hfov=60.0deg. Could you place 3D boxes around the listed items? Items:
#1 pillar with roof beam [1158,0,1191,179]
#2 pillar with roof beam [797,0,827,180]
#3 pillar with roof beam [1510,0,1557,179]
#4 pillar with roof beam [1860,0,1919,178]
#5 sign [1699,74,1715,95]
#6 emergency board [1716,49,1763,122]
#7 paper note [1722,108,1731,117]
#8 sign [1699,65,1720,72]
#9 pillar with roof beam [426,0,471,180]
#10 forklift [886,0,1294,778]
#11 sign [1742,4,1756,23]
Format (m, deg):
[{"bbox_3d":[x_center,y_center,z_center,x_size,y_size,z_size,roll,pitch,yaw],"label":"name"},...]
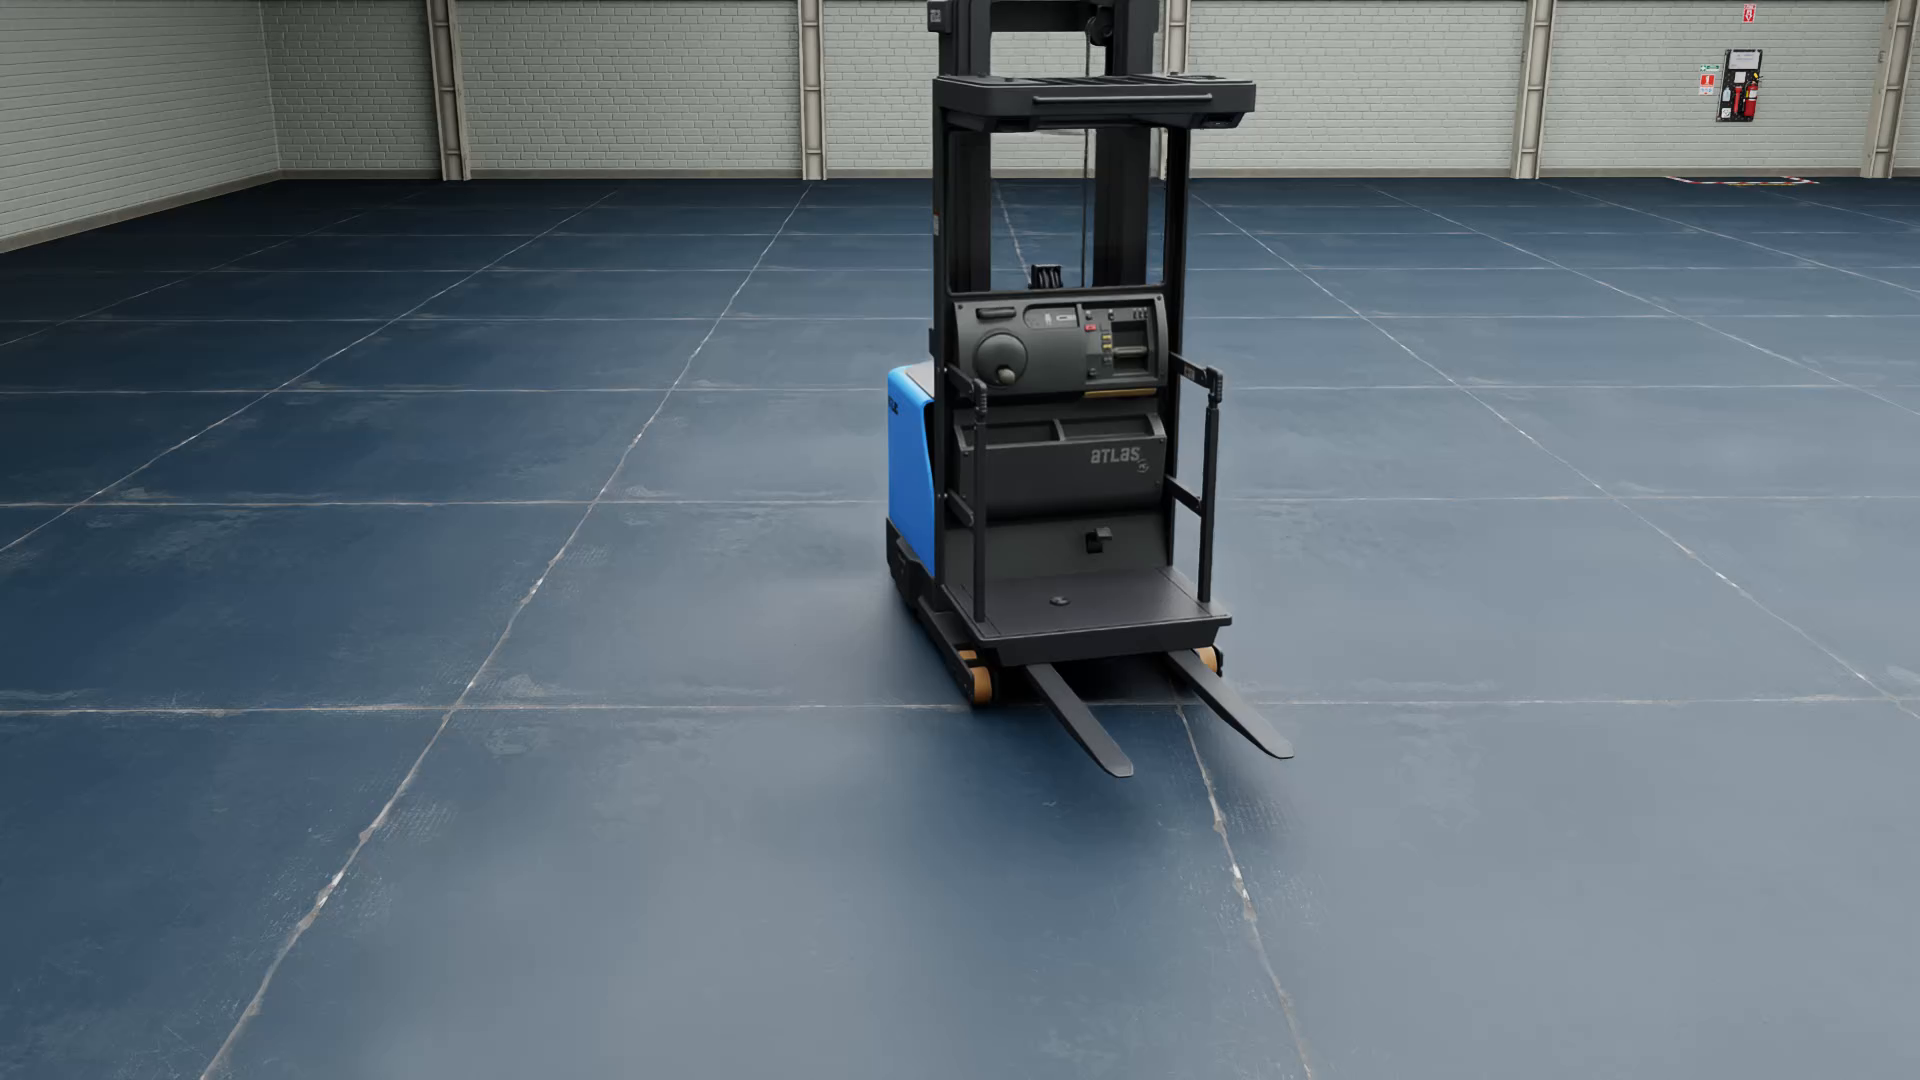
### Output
[{"bbox_3d":[3.626,-9.078,22.615,0.400,9.000,9.100,0,18,-1],"label":"pillar with roof beam"},{"bbox_3d":[-2.373,-9.049,22.525,0.400,9.000,9.100,0,18,-1],"label":"pillar with roof beam"},{"bbox_3d":[9.625,-9.107,22.705,0.400,9.000,9.100,0,18,-1],"label":"pillar with roof beam"},{"bbox_3d":[15.625,-9.136,22.795,0.400,9.000,9.100,0,18,-1],"label":"pillar with roof beam"},{"bbox_3d":[12.531,-7.640,27.894,0.234,0.329,0.001,0,18,-1],"label":"sign"},{"bbox_3d":[13.085,-7.594,27.810,0.643,1.169,0.194,0,18,-1],"label":"emergency board"},{"bbox_3d":[12.907,-7.195,28.007,0.142,0.148,0.016,0,18,-1],"label":"paper note"},{"bbox_3d":[12.535,-7.889,27.805,0.331,0.109,0.001,0,18,-1],"label":"sign"},{"bbox_3d":[-8.372,-9.020,22.435,0.400,9.000,9.100,0,18,-1],"label":"pillar with roof beam"},{"bbox_3d":[0.490,-0.836,6.855,1.130,2.935,3.031,-5,18,-14],"label":"forklift"},{"bbox_3d":[13.076,-8.728,27.550,0.199,0.298,0.001,0,18,-1],"label":"sign"}]
